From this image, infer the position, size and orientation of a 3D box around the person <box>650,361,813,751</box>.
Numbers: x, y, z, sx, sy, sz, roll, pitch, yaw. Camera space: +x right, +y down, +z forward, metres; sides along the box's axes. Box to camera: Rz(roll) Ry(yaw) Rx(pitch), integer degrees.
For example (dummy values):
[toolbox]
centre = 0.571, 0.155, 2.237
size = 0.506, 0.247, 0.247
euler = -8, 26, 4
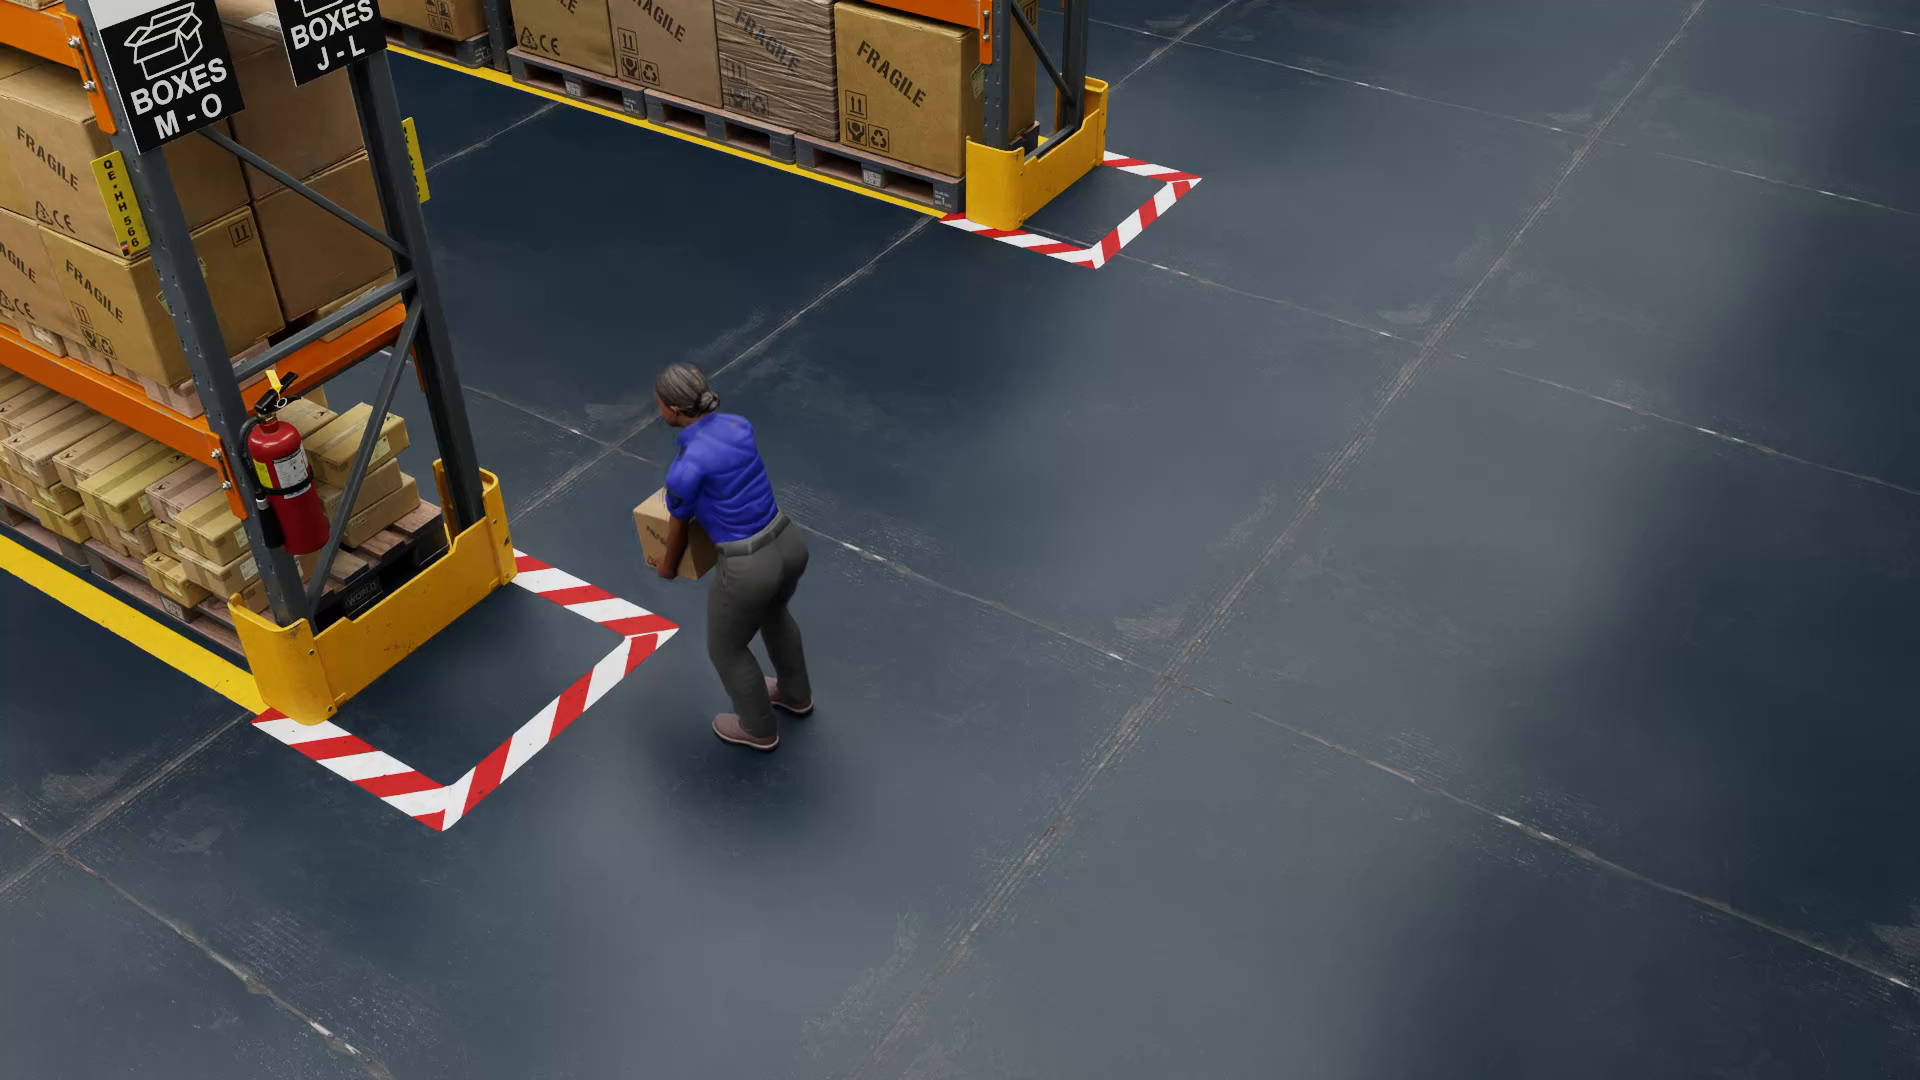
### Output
[person]
centre = -0.851, 0.063, 6.133
size = 0.562, 1.599, 0.413
euler = 21, 43, 24
